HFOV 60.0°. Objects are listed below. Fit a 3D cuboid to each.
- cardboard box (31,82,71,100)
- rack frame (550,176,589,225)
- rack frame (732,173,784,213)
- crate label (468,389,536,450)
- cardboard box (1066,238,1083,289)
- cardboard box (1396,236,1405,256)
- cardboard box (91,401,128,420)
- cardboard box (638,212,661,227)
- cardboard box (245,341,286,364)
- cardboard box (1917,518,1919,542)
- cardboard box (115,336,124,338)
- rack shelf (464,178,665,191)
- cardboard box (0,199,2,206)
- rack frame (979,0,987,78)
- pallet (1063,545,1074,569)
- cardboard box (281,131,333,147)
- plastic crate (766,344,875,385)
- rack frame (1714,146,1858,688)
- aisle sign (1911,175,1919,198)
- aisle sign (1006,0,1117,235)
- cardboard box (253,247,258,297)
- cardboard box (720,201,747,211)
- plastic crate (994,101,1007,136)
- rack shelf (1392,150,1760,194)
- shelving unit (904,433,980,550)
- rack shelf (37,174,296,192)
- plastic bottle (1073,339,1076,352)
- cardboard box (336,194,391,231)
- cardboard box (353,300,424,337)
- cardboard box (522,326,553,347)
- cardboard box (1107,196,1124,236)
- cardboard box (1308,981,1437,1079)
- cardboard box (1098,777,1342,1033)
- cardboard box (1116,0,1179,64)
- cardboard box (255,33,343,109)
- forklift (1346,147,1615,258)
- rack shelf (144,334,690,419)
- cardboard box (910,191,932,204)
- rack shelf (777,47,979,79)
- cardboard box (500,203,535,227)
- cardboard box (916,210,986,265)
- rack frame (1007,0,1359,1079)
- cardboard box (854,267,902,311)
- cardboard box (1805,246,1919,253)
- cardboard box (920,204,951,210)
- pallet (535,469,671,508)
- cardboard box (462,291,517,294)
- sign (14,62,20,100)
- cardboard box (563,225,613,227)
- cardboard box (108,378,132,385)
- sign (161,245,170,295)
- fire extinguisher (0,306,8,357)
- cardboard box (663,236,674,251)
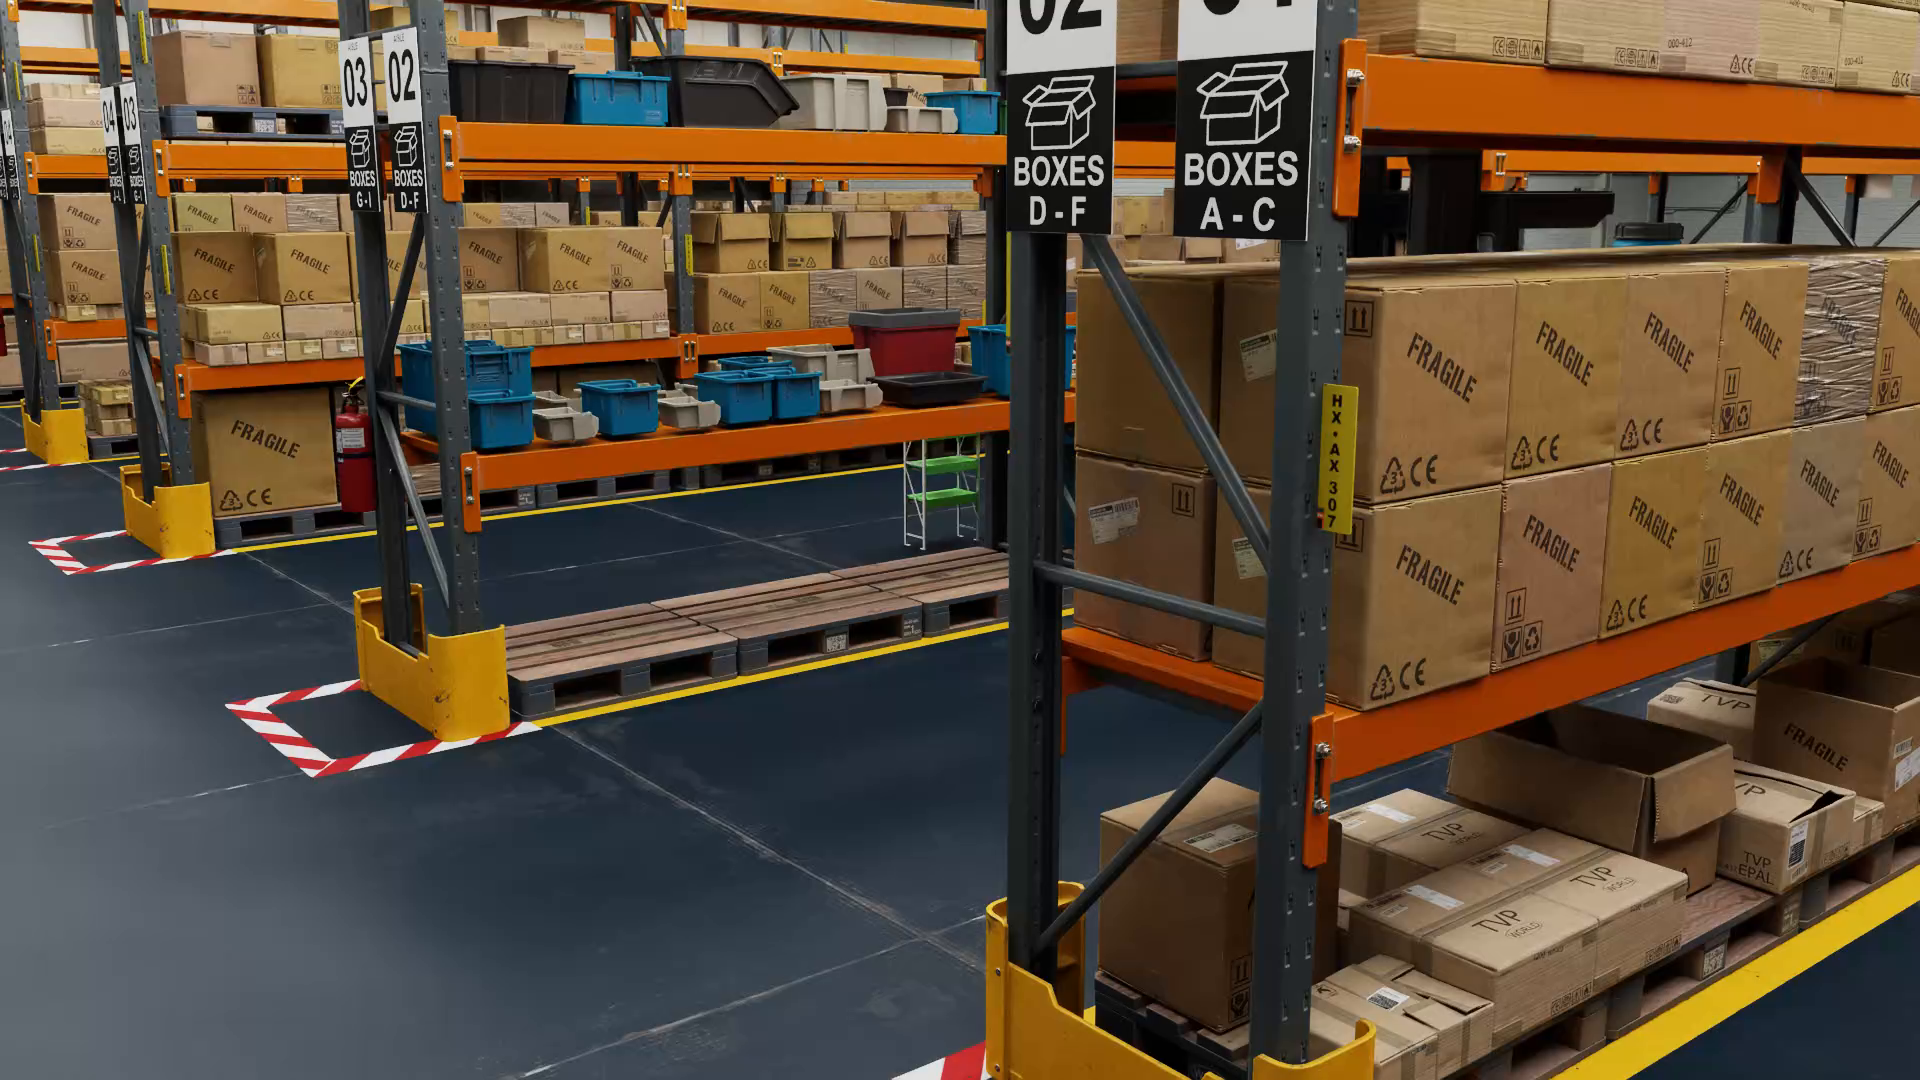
[{"bbox_3d":[-8.321,-4.106,15.220,0.250,0.149,0.380,-10,15,-38],"label":"cardboard box"},{"bbox_3d":[-5.641,-4.095,24.193,0.127,3.000,1.000,-9,15,-38],"label":"rack frame"},{"bbox_3d":[-2.470,-3.305,20.474,0.127,3.000,1.000,-9,15,-38],"label":"rack frame"},{"bbox_3d":[-2.204,-0.573,7.862,0.303,0.233,0.416,-9,15,-38],"label":"crate label"},{"bbox_3d":[0.947,-2.819,16.930,0.500,0.500,0.500,11,16,43],"label":"cardboard box"},{"bbox_3d":[4.803,-3.390,19.916,0.500,0.500,0.875,-9,15,-38],"label":"cardboard box"},{"bbox_3d":[-8.147,-1.250,15.931,0.250,0.149,0.380,-9,15,-35],"label":"cardboard box"},{"bbox_3d":[-4.742,-4.585,24.530,0.500,0.500,0.500,-8,15,-35],"label":"cardboard box"},{"bbox_3d":[-5.014,-1.353,11.884,0.250,0.149,0.380,-10,15,-38],"label":"cardboard box"},{"bbox_3d":[3.382,-0.304,6.098,0.500,0.500,0.500,-9,15,-37],"label":"cardboard box"},{"bbox_3d":[-12.870,-3.088,25.302,0.250,0.149,0.380,-10,15,-38],"label":"cardboard box"},{"bbox_3d":[-7.183,-6.275,28.968,4.000,0.370,1.077,-9,15,-38],"label":"rack shelf"},{"bbox_3d":[-11.277,-3.959,19.343,0.250,0.149,0.380,-9,15,-36],"label":"cardboard box"},{"bbox_3d":[0.550,-5.422,16.001,0.127,3.000,1.000,-9,15,-38],"label":"rack frame"},{"bbox_3d":[1.149,0.105,11.125,1.213,0.211,1.003,-9,15,-38],"label":"pallet"},{"bbox_3d":[-6.601,-3.944,16.620,0.500,0.250,0.500,-10,15,-38],"label":"cardboard box"},{"bbox_3d":[-0.787,-0.969,9.610,0.530,0.282,0.437,-9,15,-38],"label":"plastic crate"},{"bbox_3d":[3.612,-0.362,6.610,0.127,3.000,1.000,-9,15,-38],"label":"rack frame"},{"bbox_3d":[10.133,-3.955,17.276,0.004,0.787,0.394,-9,15,-38],"label":"aisle sign"},{"bbox_3d":[0.244,-1.155,4.088,0.004,0.787,0.394,-9,15,-38],"label":"aisle sign"},{"bbox_3d":[-7.007,-2.678,16.560,0.500,0.500,0.500,-10,16,-39],"label":"cardboard box"},{"bbox_3d":[-3.466,-5.104,25.414,0.250,0.149,0.380,-10,16,-40],"label":"cardboard box"},{"bbox_3d":[0.379,-2.425,9.617,0.662,0.188,0.450,-9,15,-38],"label":"plastic crate"},{"bbox_3d":[5.206,-3.059,13.826,4.000,0.370,1.077,-9,15,-38],"label":"rack shelf"},{"bbox_3d":[-0.129,-0.565,11.903,0.503,1.200,0.258,-9,15,-38],"label":"shelving unit"},{"bbox_3d":[-10.326,-4.432,20.290,4.000,0.370,1.077,-9,15,-38],"label":"rack shelf"},{"bbox_3d":[0.779,-1.249,11.072,0.133,0.283,0.061,-9,15,-38],"label":"plastic bottle"},{"bbox_3d":[-6.191,-3.297,17.071,0.500,0.500,0.500,-10,16,-39],"label":"cardboard box"},{"bbox_3d":[-4.357,-1.674,12.434,0.500,0.250,0.500,-10,16,-40],"label":"cardboard box"},{"bbox_3d":[-3.410,-1.620,13.140,0.250,0.149,0.380,-9,15,-37],"label":"cardboard box"},{"bbox_3d":[1.828,-4.606,23.640,0.550,0.550,0.875,-9,15,-38],"label":"cardboard box"},{"bbox_3d":[1.031,1.338,4.410,0.250,0.149,0.380,-9,15,-38],"label":"cardboard box"},{"bbox_3d":[0.760,1.054,4.900,0.500,0.500,0.500,-9,15,-38],"label":"cardboard box"},{"bbox_3d":[0.725,-1.346,4.385,0.500,0.250,0.500,-9,15,-38],"label":"cardboard box"},{"bbox_3d":[-4.810,-3.350,11.969,0.500,0.500,0.700,-10,16,-40],"label":"cardboard box"},{"bbox_3d":[2.683,-0.813,8.901,3.031,2.935,1.130,-6,13,-26],"label":"forklift"},{"bbox_3d":[-4.135,-1.357,13.032,4.000,0.370,1.077,-9,15,-38],"label":"rack shelf"},{"bbox_3d":[-0.867,-5.526,27.565,0.500,0.500,0.700,-10,15,-38],"label":"cardboard box"},{"bbox_3d":[-0.908,-5.952,21.189,4.000,0.370,1.077,-9,15,-38],"label":"rack shelf"},{"bbox_3d":[-6.277,-4.456,23.243,0.500,0.500,0.500,-9,15,-37],"label":"cardboard box"},{"bbox_3d":[-0.031,-2.935,16.075,0.637,0.503,0.797,-9,15,-36],"label":"cardboard box"},{"bbox_3d":[0.489,0.157,4.166,0.127,3.000,1.000,-9,15,-38],"label":"rack frame"},{"bbox_3d":[-0.875,-2.235,15.192,0.500,0.500,0.500,-9,15,-37],"label":"cardboard box"},{"bbox_3d":[3.379,-0.792,5.989,0.500,0.500,0.500,-9,15,-37],"label":"cardboard box"},{"bbox_3d":[-0.525,-4.165,21.872,0.500,0.500,0.700,-9,15,-37],"label":"cardboard box"},{"bbox_3d":[-3.216,-0.519,14.064,1.213,0.211,1.003,-9,15,-38],"label":"pallet"},{"bbox_3d":[-3.896,-1.891,13.456,0.500,0.250,0.500,-9,15,-36],"label":"cardboard box"},{"bbox_3d":[-8.377,-4.074,14.769,0.005,0.325,0.100,-9,15,-38],"label":"sign"},{"bbox_3d":[-3.107,-2.387,13.989,0.500,0.500,0.500,-9,15,-38],"label":"cardboard box"},{"bbox_3d":[-8.229,-1.502,16.403,0.250,0.149,0.380,-9,15,-37],"label":"cardboard box"},{"bbox_3d":[-5.355,-1.821,11.209,0.005,0.325,0.100,-9,15,-38],"label":"sign"},{"bbox_3d":[-9.201,-2.089,15.831,0.183,0.674,0.296,-9,15,-38],"label":"fire extinguisher"},{"bbox_3d":[-3.366,-3.409,19.124,0.250,0.149,0.380,-9,15,-38],"label":"cardboard box"}]
